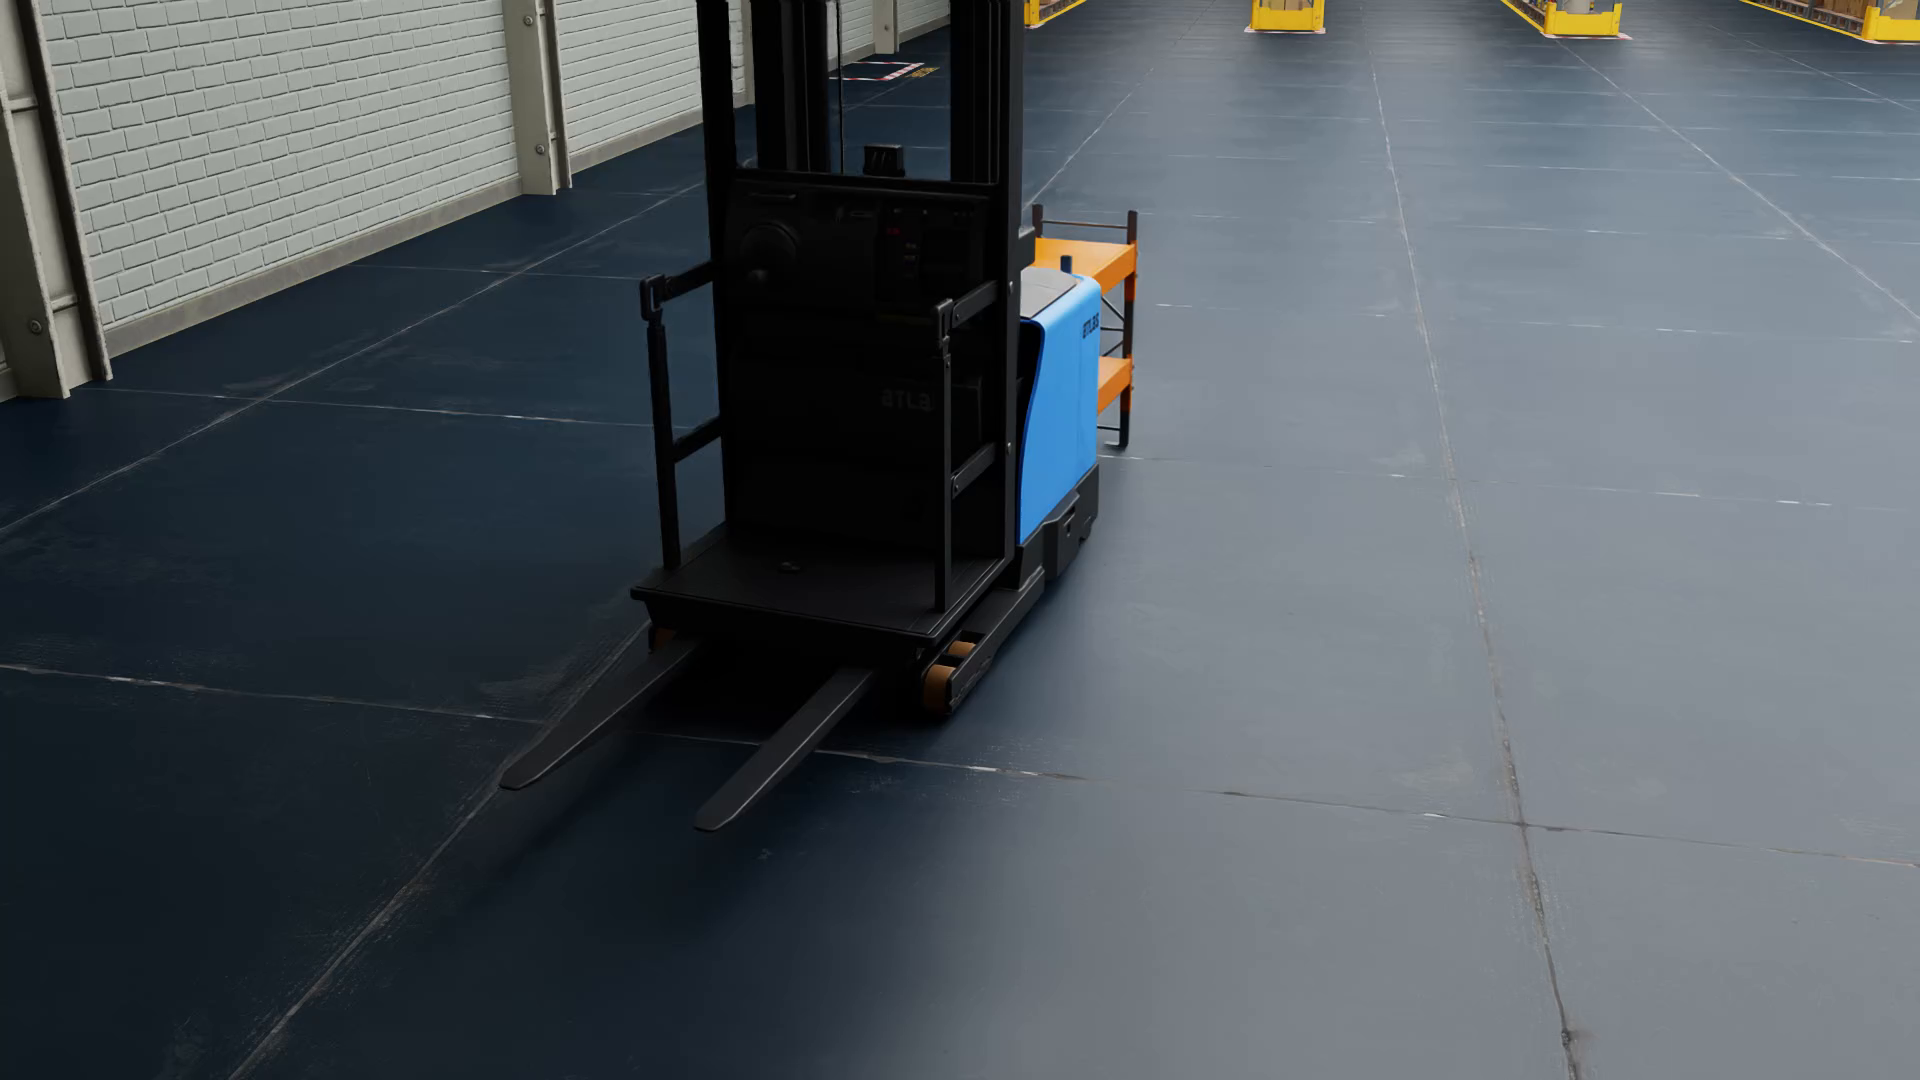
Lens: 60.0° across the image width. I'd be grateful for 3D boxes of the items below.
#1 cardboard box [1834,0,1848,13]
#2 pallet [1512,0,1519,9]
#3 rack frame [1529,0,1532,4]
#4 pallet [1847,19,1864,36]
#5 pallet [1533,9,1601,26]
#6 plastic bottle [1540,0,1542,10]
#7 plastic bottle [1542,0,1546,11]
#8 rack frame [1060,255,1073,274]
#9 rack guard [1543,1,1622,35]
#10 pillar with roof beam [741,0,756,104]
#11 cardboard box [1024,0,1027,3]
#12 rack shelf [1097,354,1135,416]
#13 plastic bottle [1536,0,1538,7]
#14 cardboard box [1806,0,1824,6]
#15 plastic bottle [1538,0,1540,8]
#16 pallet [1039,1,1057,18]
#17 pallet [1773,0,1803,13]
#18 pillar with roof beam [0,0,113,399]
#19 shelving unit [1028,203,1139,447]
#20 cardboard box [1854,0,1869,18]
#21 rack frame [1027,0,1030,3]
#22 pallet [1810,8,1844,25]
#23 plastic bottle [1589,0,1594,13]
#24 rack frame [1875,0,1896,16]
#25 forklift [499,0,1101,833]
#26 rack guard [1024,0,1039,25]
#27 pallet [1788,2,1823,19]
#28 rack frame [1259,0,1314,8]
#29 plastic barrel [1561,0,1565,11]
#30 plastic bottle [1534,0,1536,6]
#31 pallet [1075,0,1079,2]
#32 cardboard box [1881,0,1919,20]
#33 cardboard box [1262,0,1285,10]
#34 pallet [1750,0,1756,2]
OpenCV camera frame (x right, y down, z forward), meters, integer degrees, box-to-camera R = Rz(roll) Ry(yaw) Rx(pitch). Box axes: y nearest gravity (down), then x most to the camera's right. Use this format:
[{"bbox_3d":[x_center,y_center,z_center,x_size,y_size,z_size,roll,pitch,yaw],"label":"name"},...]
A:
[{"bbox_3d":[15.941,-9.681,29.660,0.500,0.500,0.500,12,25,28],"label":"cardboard box"},{"bbox_3d":[11.692,-10.821,33.439,1.003,0.211,1.213,4,22,11],"label":"pallet"},{"bbox_3d":[11.323,-11.377,31.086,1.000,3.000,0.127,4,22,11],"label":"rack frame"},{"bbox_3d":[15.571,-8.565,27.837,1.003,0.211,1.213,4,22,11],"label":"pallet"},{"bbox_3d":[10.898,-9.393,29.894,1.003,0.211,1.213,4,22,11],"label":"pallet"},{"bbox_3d":[10.559,-9.700,29.981,0.152,0.276,0.135,4,22,9],"label":"plastic bottle"},{"bbox_3d":[10.458,-9.607,29.739,0.061,0.283,0.133,5,22,12],"label":"plastic bottle"},{"bbox_3d":[0.214,-0.651,6.963,0.500,1.125,0.032,8,23,19],"label":"rack frame"},{"bbox_3d":[10.476,-8.785,27.999,1.175,0.500,0.348,4,22,11],"label":"rack guard"},{"bbox_3d":[1.870,-9.057,17.296,9.100,9.000,0.400,4,22,11],"label":"pillar with roof beam"},{"bbox_3d":[1.037,-9.872,30.360,0.500,0.311,0.500,2,22,5],"label":"cardboard box"},{"bbox_3d":[0.394,-0.601,7.495,0.538,0.278,1.000,8,23,19],"label":"rack shelf"},{"bbox_3d":[10.639,-9.931,30.543,0.061,0.283,0.133,5,23,13],"label":"plastic bottle"},{"bbox_3d":[16.318,-10.266,31.087,0.700,0.500,0.500,3,22,7],"label":"cardboard box"},{"bbox_3d":[10.627,-9.864,30.287,0.144,0.351,0.185,4,22,10],"label":"plastic bottle"},{"bbox_3d":[1.275,-10.142,31.754,1.003,0.211,1.213,4,22,11],"label":"pallet"},{"bbox_3d":[16.576,-10.438,32.488,1.003,0.211,1.213,4,22,11],"label":"pallet"},{"bbox_3d":[-0.579,-4.668,6.399,9.100,9.000,0.400,4,22,11],"label":"pillar with roof beam"},{"bbox_3d":[0.394,-0.828,7.404,0.538,1.125,1.048,8,23,19],"label":"shelving unit"},{"bbox_3d":[15.734,-9.247,28.583,0.500,0.500,0.500,7,23,16],"label":"cardboard box"},{"bbox_3d":[0.808,-10.669,29.329,1.000,3.000,0.127,4,22,11],"label":"rack frame"},{"bbox_3d":[16.069,-9.457,30.053,1.003,0.211,1.213,4,22,11],"label":"pallet"},{"bbox_3d":[11.182,-9.491,29.469,0.097,0.271,0.097,0,22,0],"label":"plastic bottle"},{"bbox_3d":[15.355,-9.536,26.516,1.000,3.000,0.127,4,22,11],"label":"rack frame"},{"bbox_3d":[-0.424,-0.961,5.317,1.130,2.935,3.031,8,23,19],"label":"forklift"},{"bbox_3d":[0.823,-9.537,29.865,1.175,0.500,0.348,4,22,11],"label":"rack guard"},{"bbox_3d":[16.329,-9.990,31.377,1.003,0.211,1.213,4,22,11],"label":"pallet"},{"bbox_3d":[5.658,-10.293,28.395,1.000,3.000,0.127,4,22,11],"label":"rack frame"},{"bbox_3d":[10.668,-9.384,28.907,0.421,0.512,0.421,0,22,0],"label":"plastic barrel"},{"bbox_3d":[10.752,-10.088,30.844,0.144,0.351,0.185,5,22,12],"label":"plastic bottle"},{"bbox_3d":[2.028,-11.571,35.301,1.003,0.211,1.213,4,22,11],"label":"pallet"},{"bbox_3d":[15.499,-8.798,27.469,0.500,0.500,0.500,9,24,21],"label":"cardboard box"},{"bbox_3d":[5.478,-9.431,29.373,0.500,0.250,0.500,4,22,11],"label":"cardboard box"},{"bbox_3d":[17.222,-11.451,35.003,1.003,0.211,1.213,4,22,11],"label":"pallet"}]
